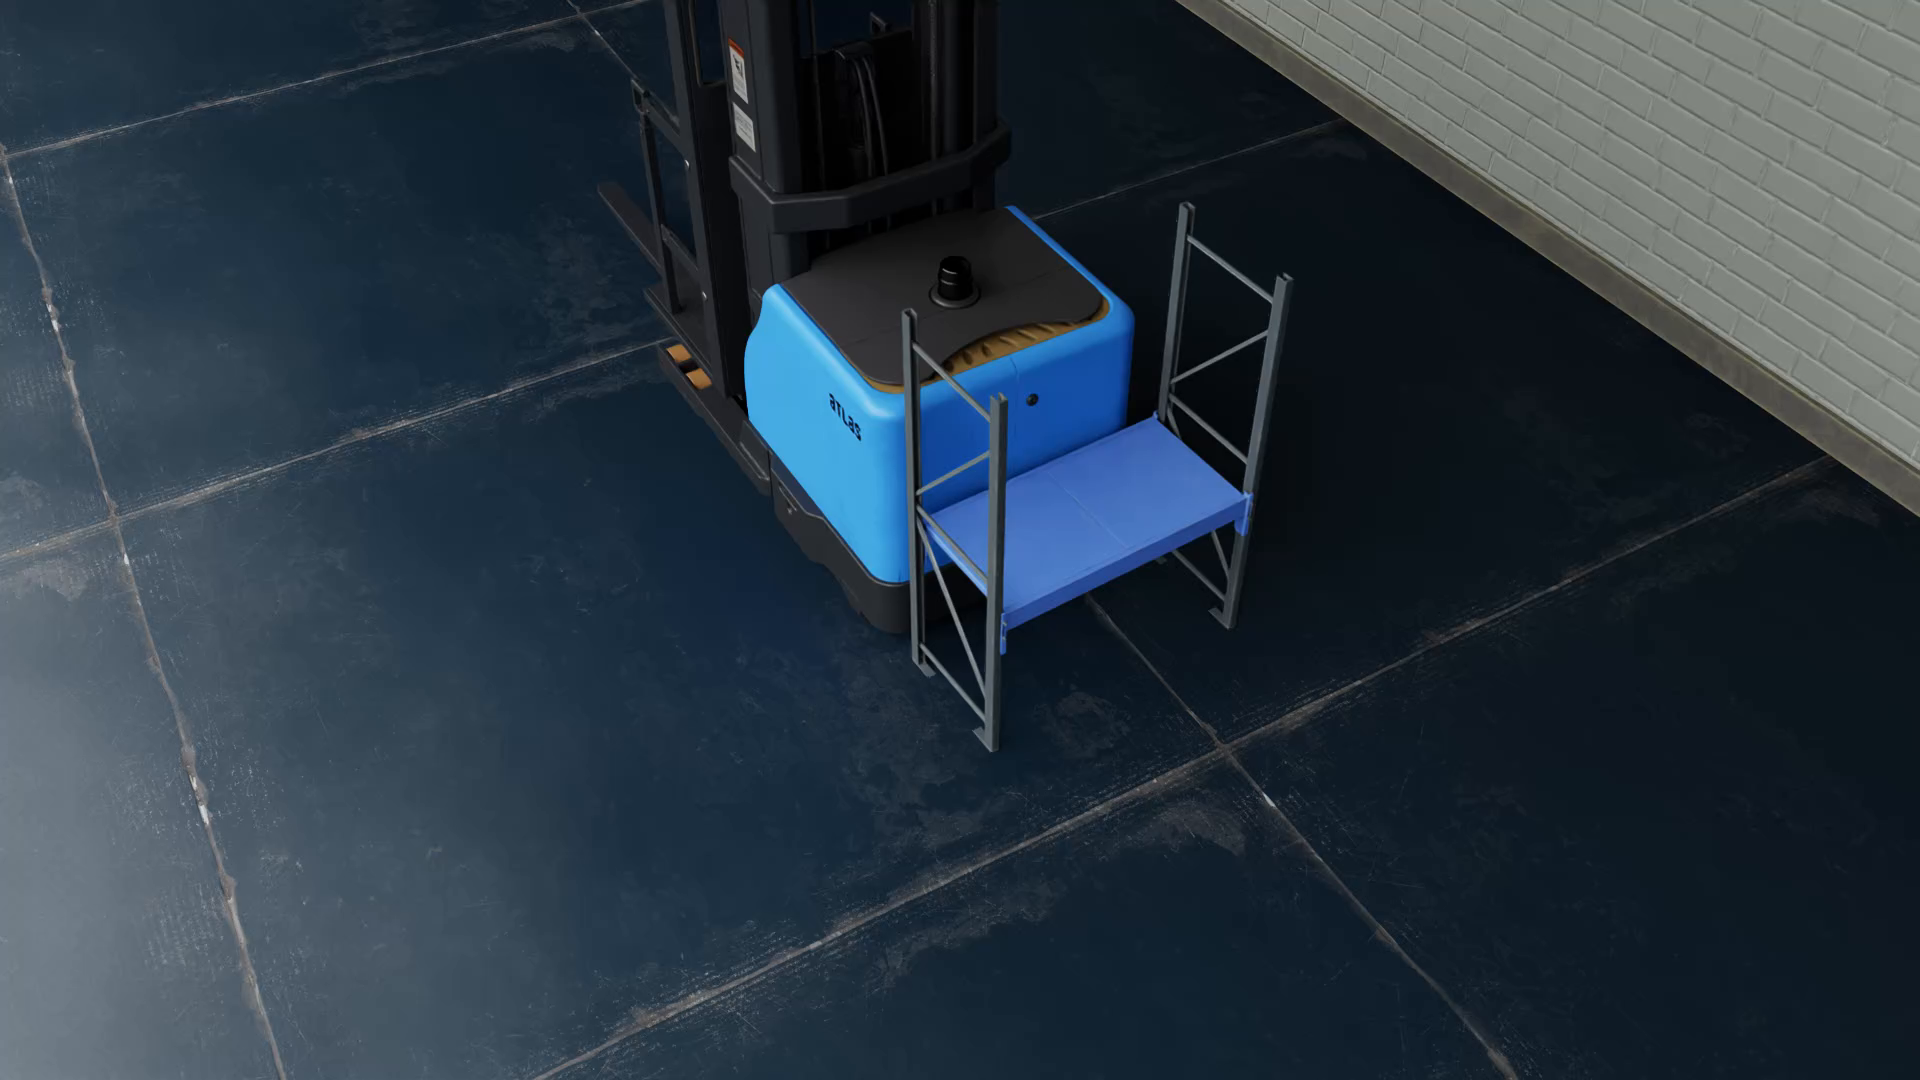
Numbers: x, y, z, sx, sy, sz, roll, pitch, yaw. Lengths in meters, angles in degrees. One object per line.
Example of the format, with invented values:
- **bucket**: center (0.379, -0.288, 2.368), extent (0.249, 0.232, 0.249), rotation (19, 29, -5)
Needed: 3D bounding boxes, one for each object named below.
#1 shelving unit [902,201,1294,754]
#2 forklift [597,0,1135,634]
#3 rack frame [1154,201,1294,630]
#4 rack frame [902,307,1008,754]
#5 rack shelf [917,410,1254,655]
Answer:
- **shelving unit**: center (0.407, -0.174, 5.353), extent (1.048, 1.500, 0.538), rotation (-24, 49, -23)
- **forklift**: center (-0.592, -1.736, 5.934), extent (1.130, 2.935, 3.031), rotation (-23, 49, -22)
- **rack frame**: center (0.832, -0.368, 5.552), extent (0.032, 1.500, 0.500), rotation (-24, 49, -23)
- **rack frame**: center (-0.019, 0.020, 5.153), extent (0.032, 1.500, 0.500), rotation (-24, 49, -23)
- **rack shelf**: center (0.407, -0.045, 5.478), extent (1.000, 0.185, 0.538), rotation (-24, 49, -23)
